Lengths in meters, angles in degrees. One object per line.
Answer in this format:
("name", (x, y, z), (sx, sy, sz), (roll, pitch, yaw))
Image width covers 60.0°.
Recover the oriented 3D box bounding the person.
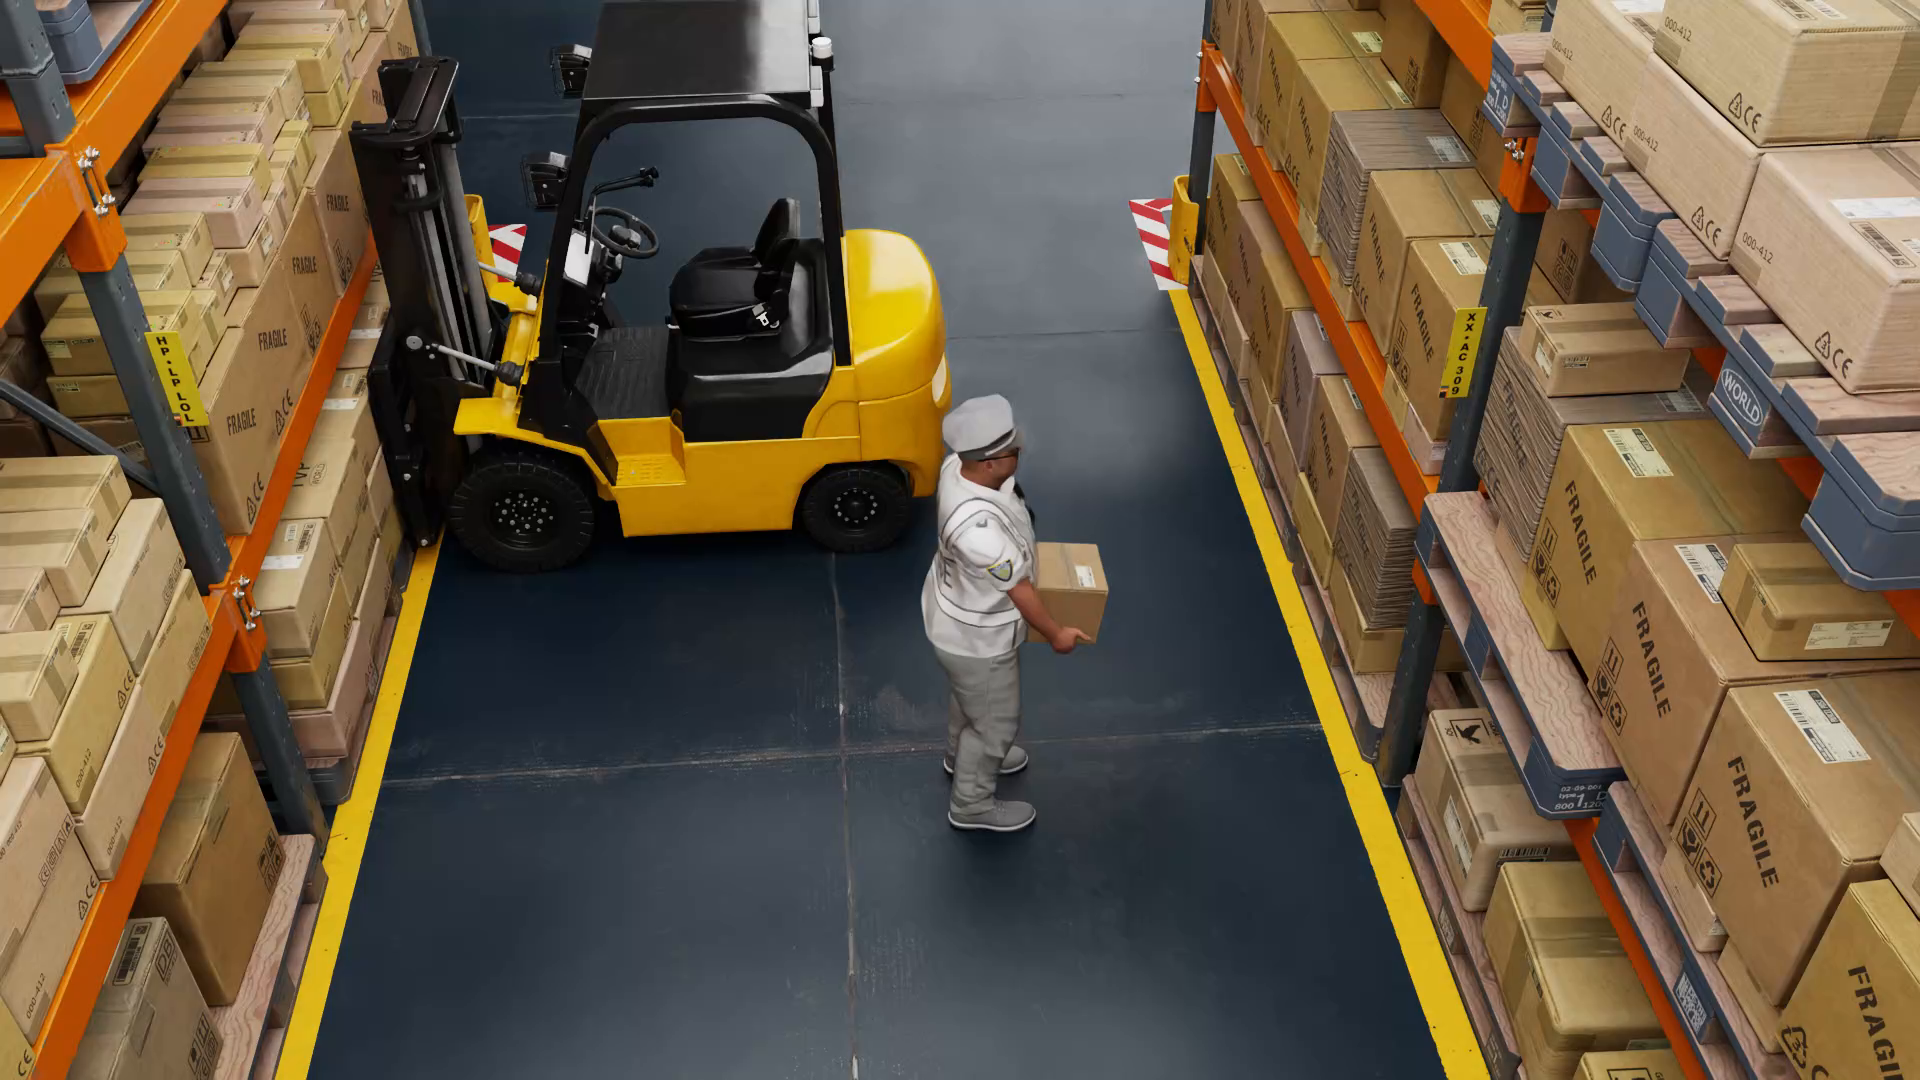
("person", (0.152, 0.265, 5.811), (0.568, 1.771, 0.490), (-4, 39, -5))
